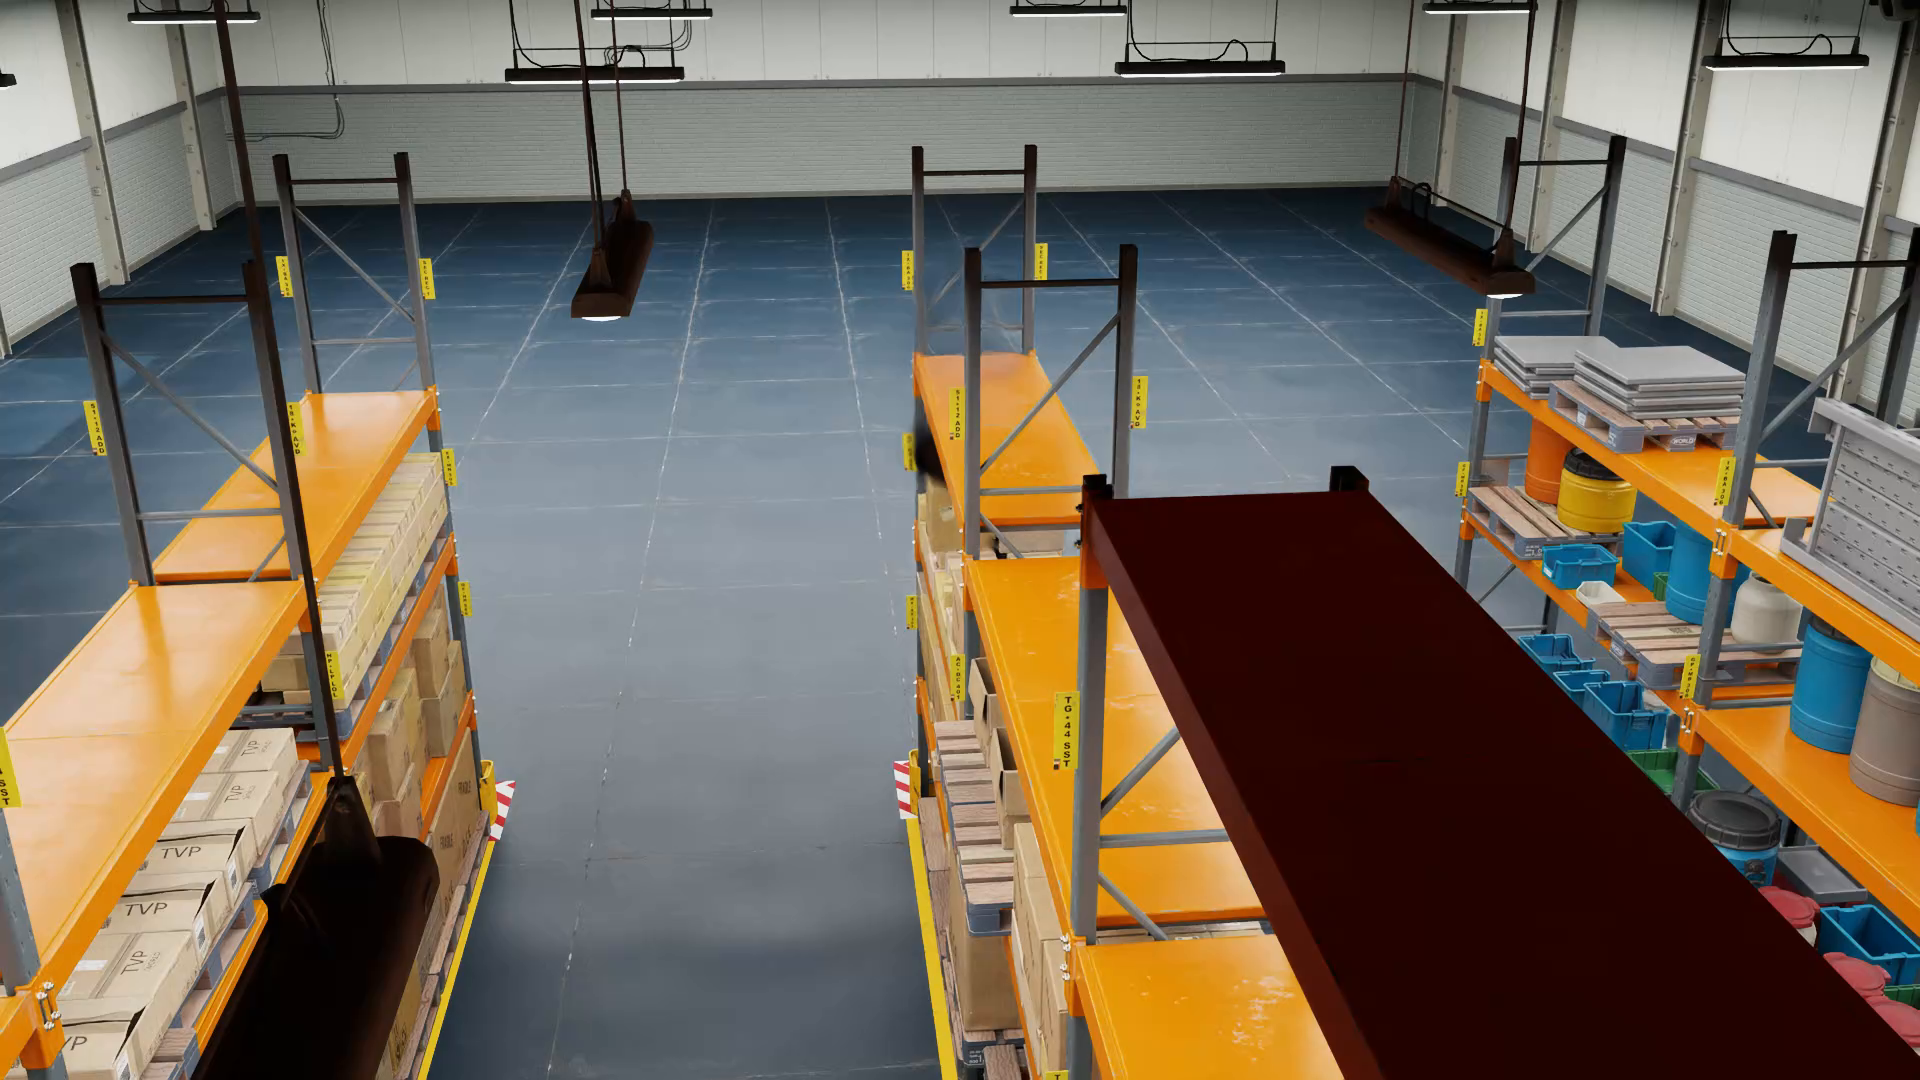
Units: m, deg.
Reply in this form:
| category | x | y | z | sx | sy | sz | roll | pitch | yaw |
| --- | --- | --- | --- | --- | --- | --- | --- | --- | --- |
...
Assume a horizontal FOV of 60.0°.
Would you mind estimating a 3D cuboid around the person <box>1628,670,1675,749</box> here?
| category | x | y | z | sx | sy | sz | roll | pitch | yaw |
| --- | --- | --- | --- | --- | --- | --- | --- | --- | --- |
| person | 6.460 | 1.530 | 15.338 | 0.645 | 1.844 | 0.878 | -7 | 23 | -18 |
